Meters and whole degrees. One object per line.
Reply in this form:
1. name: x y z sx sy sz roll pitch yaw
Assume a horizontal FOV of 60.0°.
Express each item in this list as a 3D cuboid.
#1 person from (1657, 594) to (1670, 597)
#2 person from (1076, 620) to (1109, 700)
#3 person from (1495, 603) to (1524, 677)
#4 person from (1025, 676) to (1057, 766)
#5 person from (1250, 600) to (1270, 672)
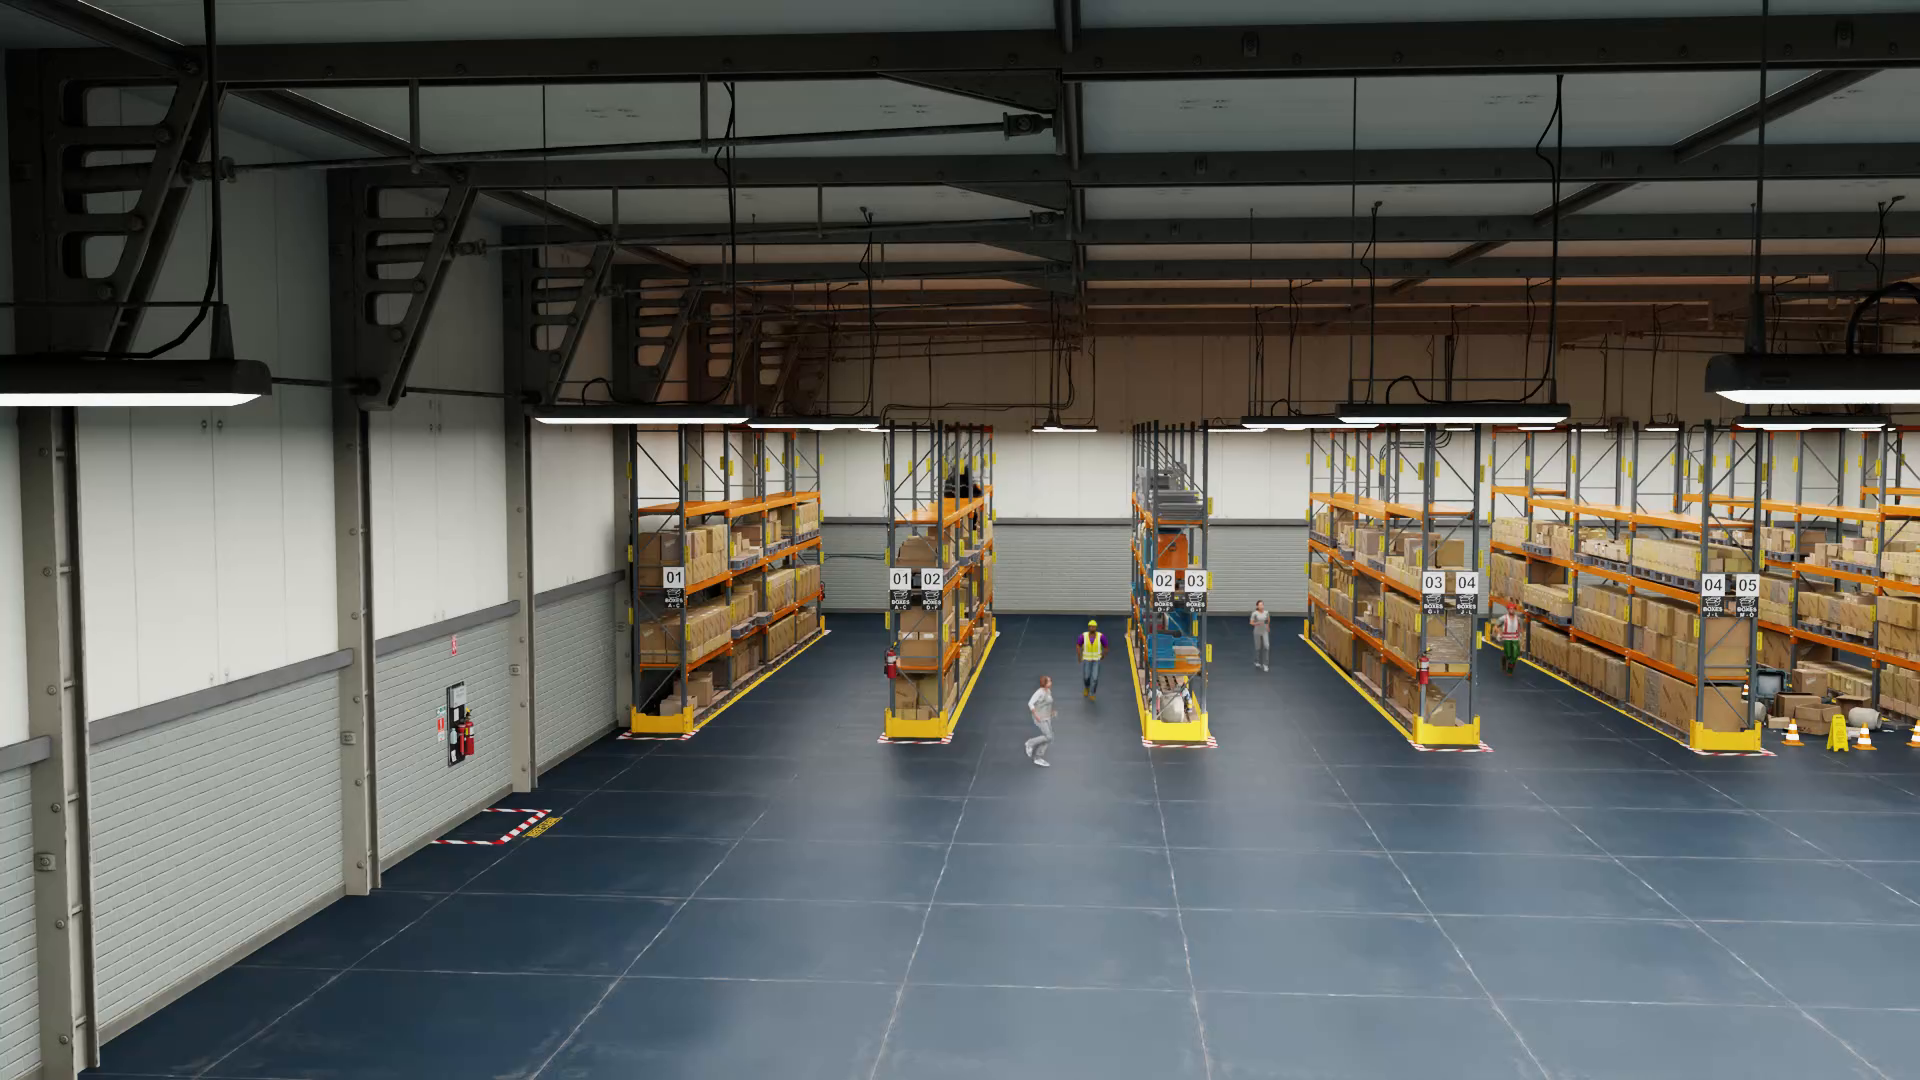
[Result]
1. person: 20.066 1.836 47.354 0.877 1.769 0.713 3 5 39
2. person: 2.863 2.590 35.824 0.710 1.730 0.573 0 4 4
3. person: 13.014 2.368 39.285 0.656 1.737 0.593 0 4 0
4. person: 1.413 3.127 28.881 0.532 1.558 0.552 2 4 26
5. person: 7.322 2.323 40.570 0.551 1.726 0.784 0 4 -4
